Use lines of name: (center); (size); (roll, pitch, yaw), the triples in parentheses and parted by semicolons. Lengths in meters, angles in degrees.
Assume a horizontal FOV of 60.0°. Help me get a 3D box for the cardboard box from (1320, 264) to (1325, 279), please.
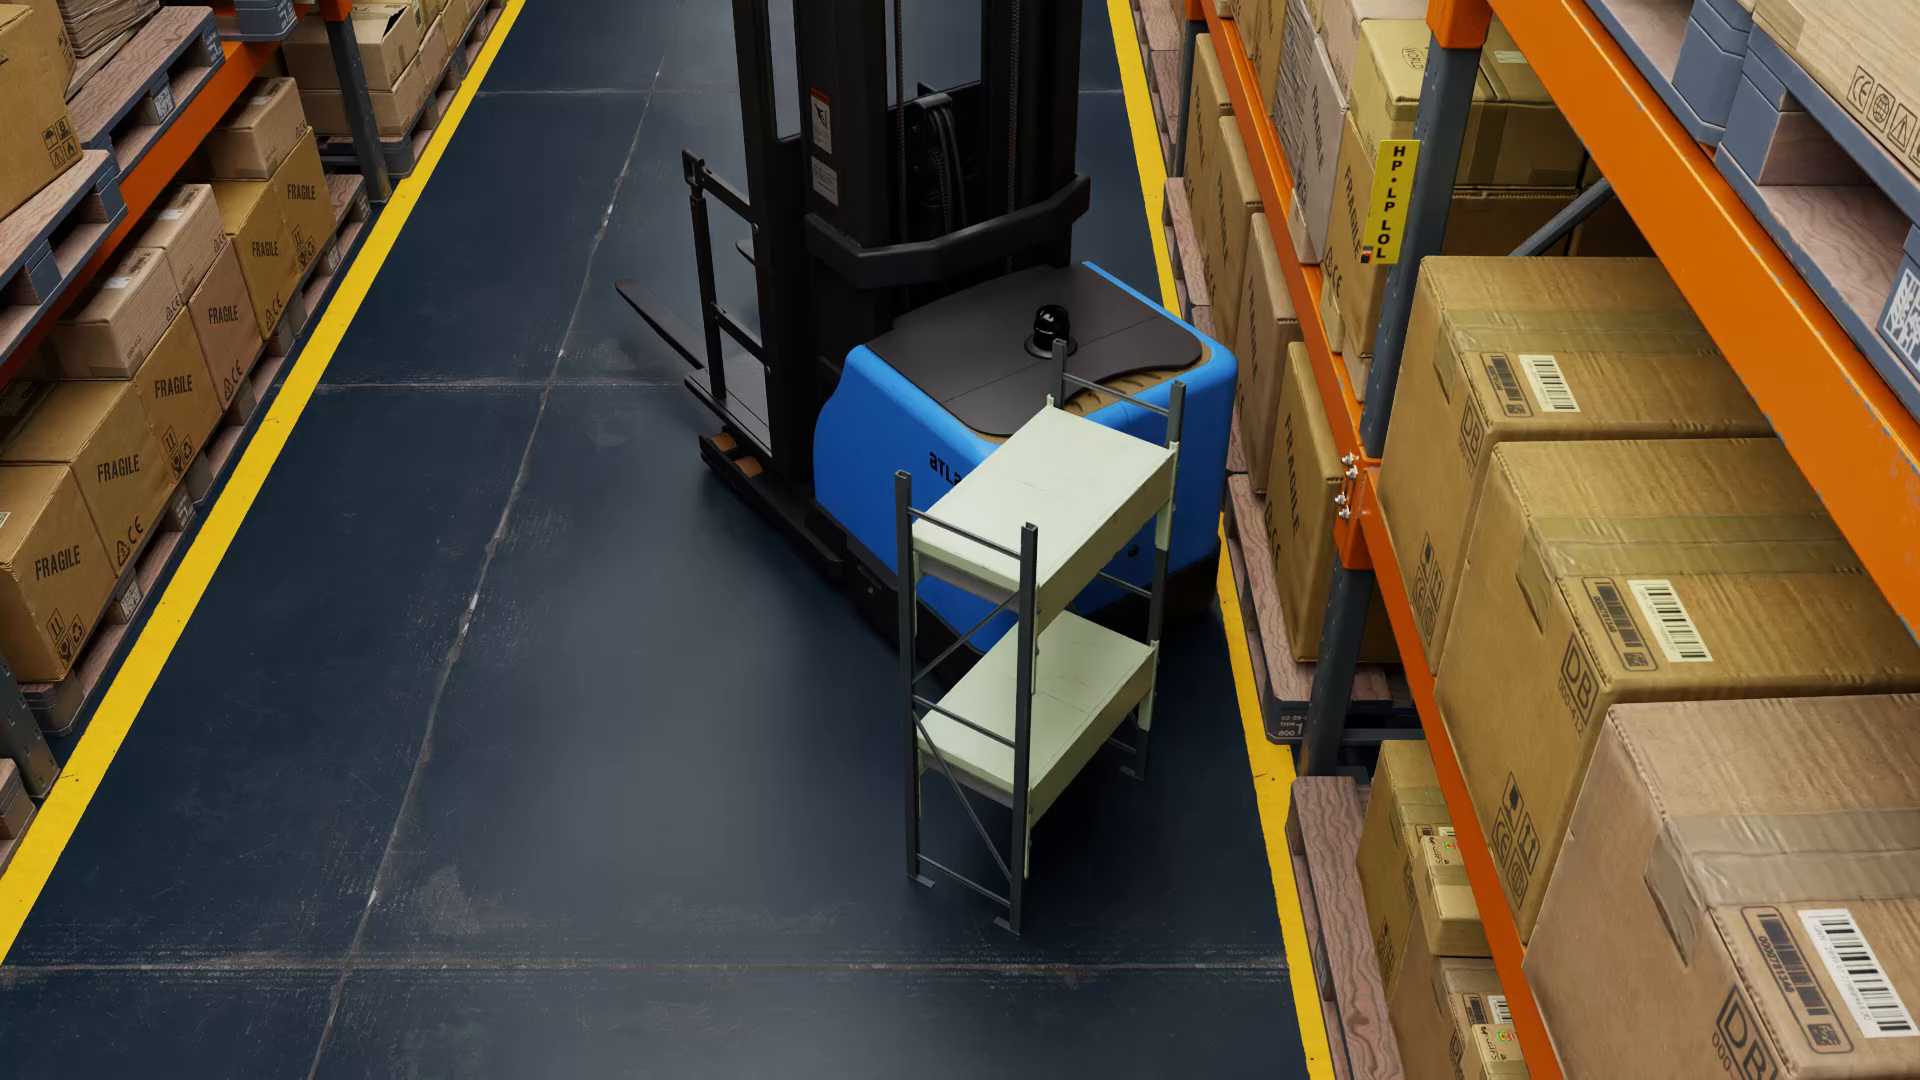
cardboard box: (1.316, -0.836, 5.079); (0.380, 0.149, 0.250); (1, 39, 1)

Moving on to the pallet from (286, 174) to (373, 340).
pallet: (-3.417, -1.335, 7.748); (1.003, 0.211, 1.213); (0, 39, 0)

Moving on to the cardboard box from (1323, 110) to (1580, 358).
cardboard box: (1.326, -0.846, 4.574); (0.500, 0.500, 0.500); (-1, 39, -1)

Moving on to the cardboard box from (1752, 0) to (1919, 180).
cardboard box: (1.310, -0.638, 1.953); (0.500, 0.250, 0.500); (-1, 39, -1)

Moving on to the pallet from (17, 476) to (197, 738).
pallet: (-3.414, 0.190, 5.844); (1.003, 0.211, 1.213); (0, 39, 0)

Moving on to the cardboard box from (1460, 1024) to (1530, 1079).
cardboard box: (1.295, 1.172, 3.533); (0.380, 0.149, 0.250); (-1, 39, -1)

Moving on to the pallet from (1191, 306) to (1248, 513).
pallet: (1.498, -0.554, 6.773); (1.003, 0.211, 1.213); (0, 39, 0)

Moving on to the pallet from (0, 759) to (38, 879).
pallet: (-3.376, 1.129, 4.673); (1.003, 0.211, 1.213); (0, 39, 0)

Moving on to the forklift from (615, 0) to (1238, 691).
forklift: (-0.365, -1.461, 5.729); (1.130, 2.935, 3.031); (-24, 45, -27)

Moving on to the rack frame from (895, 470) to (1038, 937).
rack frame: (0.012, 0.488, 4.441); (0.400, 1.500, 0.023); (23, 44, 26)

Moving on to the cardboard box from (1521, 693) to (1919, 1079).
cardboard box: (1.569, 0.739, 2.690); (0.980, 0.700, 0.700); (-2, 39, -2)

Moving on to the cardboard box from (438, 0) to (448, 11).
cardboard box: (-3.094, -3.175, 9.228); (0.500, 0.311, 0.500); (-1, 39, -1)

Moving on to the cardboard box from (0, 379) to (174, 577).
cardboard box: (-3.144, -0.222, 5.775); (0.500, 0.500, 0.500); (0, 39, 1)

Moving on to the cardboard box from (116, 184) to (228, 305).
cardboard box: (-3.135, -1.120, 6.296); (0.500, 0.250, 0.500); (-1, 39, -1)

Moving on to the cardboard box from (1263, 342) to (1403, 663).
cardboard box: (1.447, -0.126, 5.392); (0.750, 0.750, 0.750); (0, 39, 0)

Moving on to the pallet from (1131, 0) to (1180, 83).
pallet: (1.576, -3.058, 9.897); (1.003, 0.211, 1.213); (0, 39, 0)

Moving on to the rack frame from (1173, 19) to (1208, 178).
rack frame: (1.574, -2.896, 7.466); (1.000, 3.000, 0.127); (0, 39, 0)

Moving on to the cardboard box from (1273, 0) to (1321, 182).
cardboard box: (1.323, -1.480, 5.364); (0.500, 0.500, 0.500); (0, 39, 0)

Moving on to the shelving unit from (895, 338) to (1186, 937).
shelving unit: (0.218, 0.299, 4.677); (0.431, 1.500, 0.755); (23, 44, 26)

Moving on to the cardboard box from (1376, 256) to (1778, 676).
cardboard box: (1.563, -0.173, 3.827); (0.980, 0.700, 0.700); (1, 39, 1)

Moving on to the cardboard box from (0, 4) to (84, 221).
cardboard box: (-3.217, -1.318, 5.081); (0.700, 0.500, 0.500); (6, 39, 7)

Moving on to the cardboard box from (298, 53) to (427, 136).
cardboard box: (-3.087, -2.309, 8.596); (0.500, 0.250, 0.500); (0, 39, 0)

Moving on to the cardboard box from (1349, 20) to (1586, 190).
cardboard box: (1.322, -1.142, 4.343); (0.500, 0.250, 0.500); (1, 39, 1)

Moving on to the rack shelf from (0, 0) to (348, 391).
rack shelf: (-3.378, -1.359, 6.123); (1.077, 0.370, 4.000); (0, 39, 0)

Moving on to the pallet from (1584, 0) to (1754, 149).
pallet: (1.569, -1.019, 2.796); (1.003, 0.211, 1.213); (0, 39, 0)

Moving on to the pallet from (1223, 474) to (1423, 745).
pallet: (1.502, 0.211, 5.818); (1.003, 0.211, 1.213); (0, 39, 0)

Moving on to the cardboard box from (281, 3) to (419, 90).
cardboard box: (-3.087, -2.528, 8.420); (0.500, 0.311, 0.500); (1, 39, 1)

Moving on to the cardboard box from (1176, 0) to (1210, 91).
cardboard box: (1.521, -2.543, 8.672); (0.700, 0.500, 0.500); (0, 39, 1)

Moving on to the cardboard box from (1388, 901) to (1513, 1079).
cardboard box: (1.474, 1.198, 4.019); (0.700, 0.500, 0.500); (0, 39, -1)

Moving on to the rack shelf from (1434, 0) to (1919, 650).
rack shelf: (1.580, -0.034, 2.071); (1.077, 0.370, 4.000); (0, 39, 0)

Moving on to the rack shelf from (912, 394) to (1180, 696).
rack shelf: (0.218, -0.005, 4.433); (0.431, 0.370, 0.720); (23, 44, 26)

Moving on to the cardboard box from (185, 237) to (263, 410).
cardboard box: (-3.137, -0.850, 6.559); (0.500, 0.500, 0.500); (-1, 39, -2)

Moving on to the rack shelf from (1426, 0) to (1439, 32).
rack shelf: (1.576, -2.536, 5.192); (1.077, 0.370, 4.000); (0, 39, 0)

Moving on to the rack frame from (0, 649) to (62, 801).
rack frame: (-3.375, -0.389, 4.337); (1.000, 3.000, 0.127); (0, 39, 0)

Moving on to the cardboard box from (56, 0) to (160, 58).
cardboard box: (-3.457, -2.128, 6.091); (0.700, 0.500, 0.500); (7, 39, 8)

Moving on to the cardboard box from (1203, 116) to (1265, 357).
cardboard box: (1.438, -1.214, 6.749); (0.750, 0.750, 0.750); (0, 39, 0)

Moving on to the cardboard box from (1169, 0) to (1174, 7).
cardboard box: (1.597, -3.492, 9.855); (0.700, 0.500, 0.500); (0, 39, 0)

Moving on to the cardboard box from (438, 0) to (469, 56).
cardboard box: (-3.095, -2.949, 9.394); (0.500, 0.250, 0.500); (-1, 39, -1)

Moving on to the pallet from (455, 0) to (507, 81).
pallet: (-3.341, -3.078, 9.922); (1.003, 0.211, 1.213); (0, 39, 0)

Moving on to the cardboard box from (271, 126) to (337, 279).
cardboard box: (-3.144, -1.502, 7.373); (0.500, 0.500, 0.500); (1, 39, 2)

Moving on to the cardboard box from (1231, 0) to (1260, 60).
cardboard box: (1.309, -2.118, 6.160); (0.500, 0.500, 0.500); (0, 39, 0)

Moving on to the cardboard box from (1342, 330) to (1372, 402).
cardboard box: (1.295, -0.516, 4.680); (0.380, 0.149, 0.250); (0, 39, 0)

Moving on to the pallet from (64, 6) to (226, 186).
pallet: (-3.373, -1.600, 6.001); (1.003, 0.211, 1.213); (0, 39, 0)

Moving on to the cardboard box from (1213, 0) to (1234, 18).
cardboard box: (1.250, -2.276, 6.877); (0.380, 0.149, 0.250); (1, 39, 1)

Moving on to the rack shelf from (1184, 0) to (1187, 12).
rack shelf: (1.571, -3.866, 9.251); (1.077, 0.370, 4.000); (0, 39, 0)
